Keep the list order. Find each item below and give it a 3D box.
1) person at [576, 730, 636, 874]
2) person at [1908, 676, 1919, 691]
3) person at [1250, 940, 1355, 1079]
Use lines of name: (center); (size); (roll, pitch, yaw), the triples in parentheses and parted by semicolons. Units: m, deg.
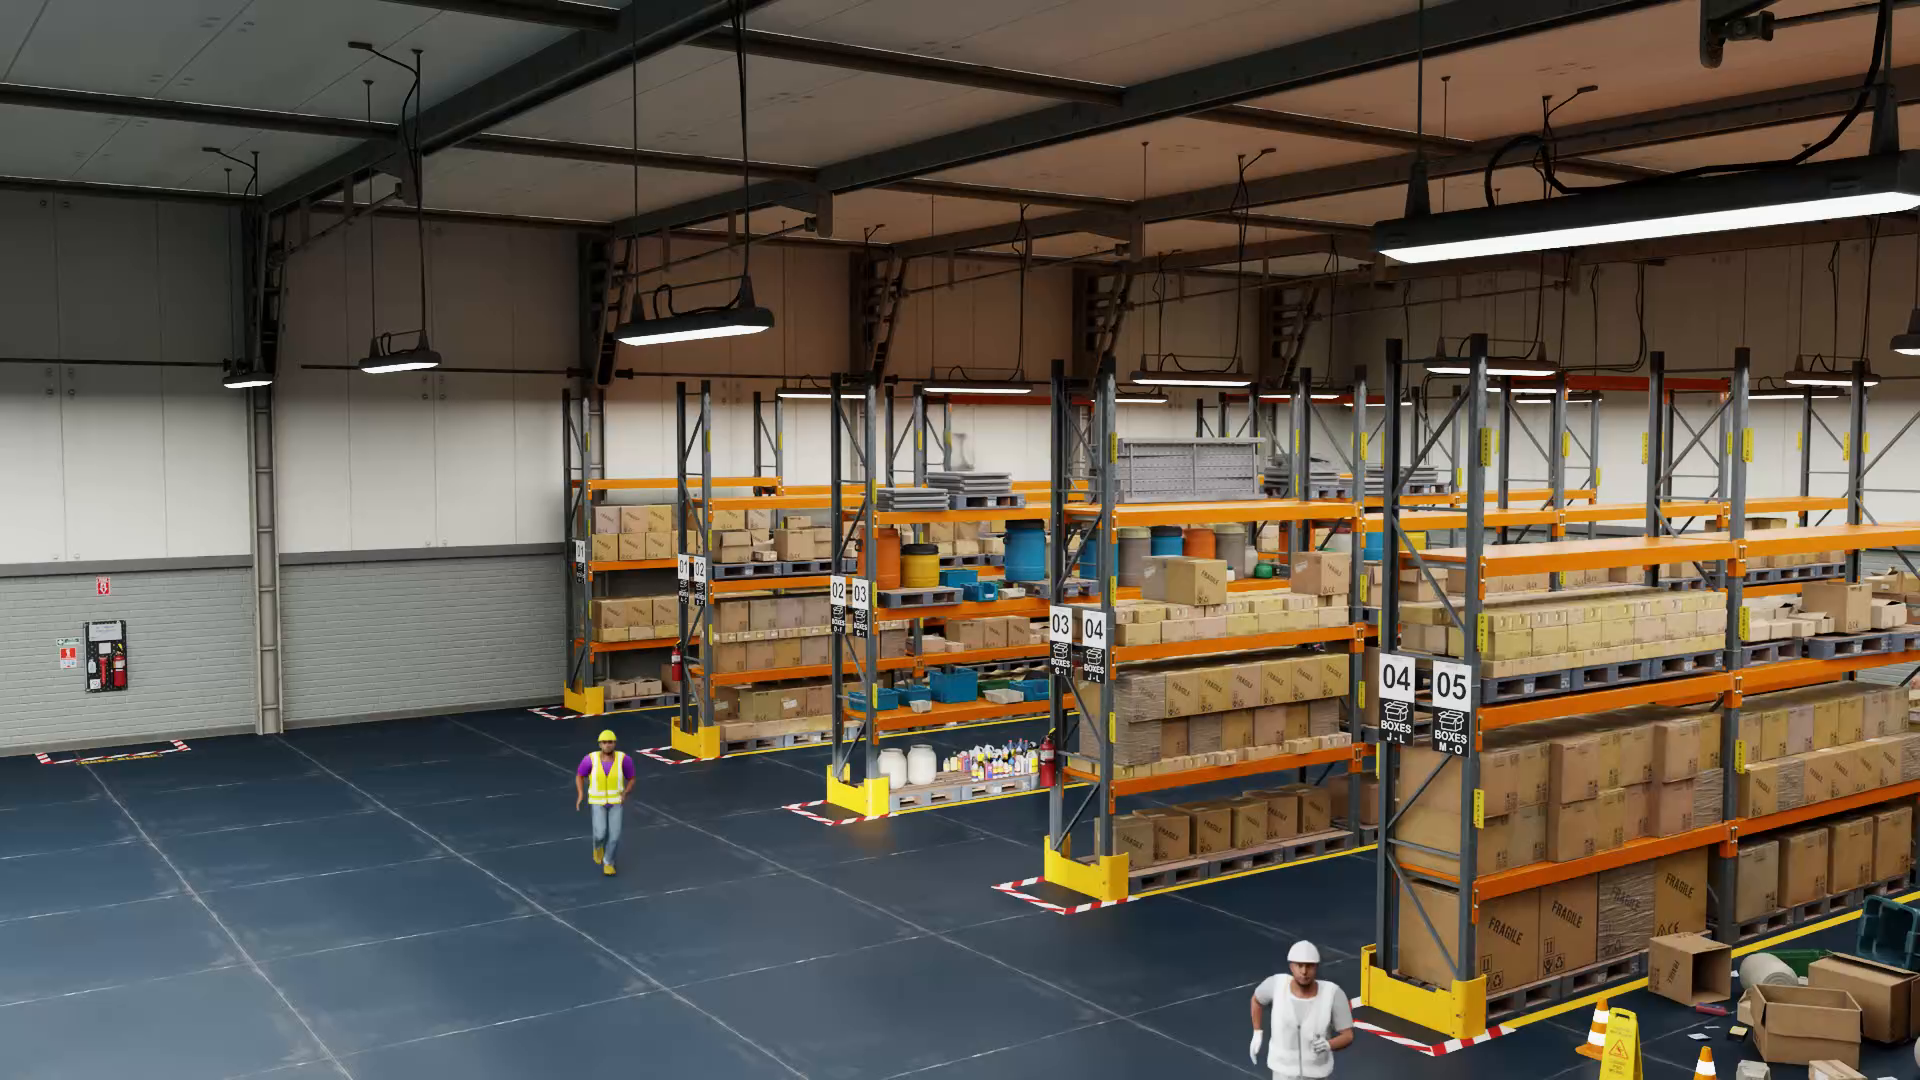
person: (-4.118, 3.061, 19.391); (0.690, 1.710, 0.621); (-1, 4, -14)
person: (13.218, 2.810, 23.070); (1.049, 1.690, 0.697); (-3, 5, -36)
person: (2.268, 3.556, 11.051); (0.663, 1.843, 0.882); (1, 4, 8)
